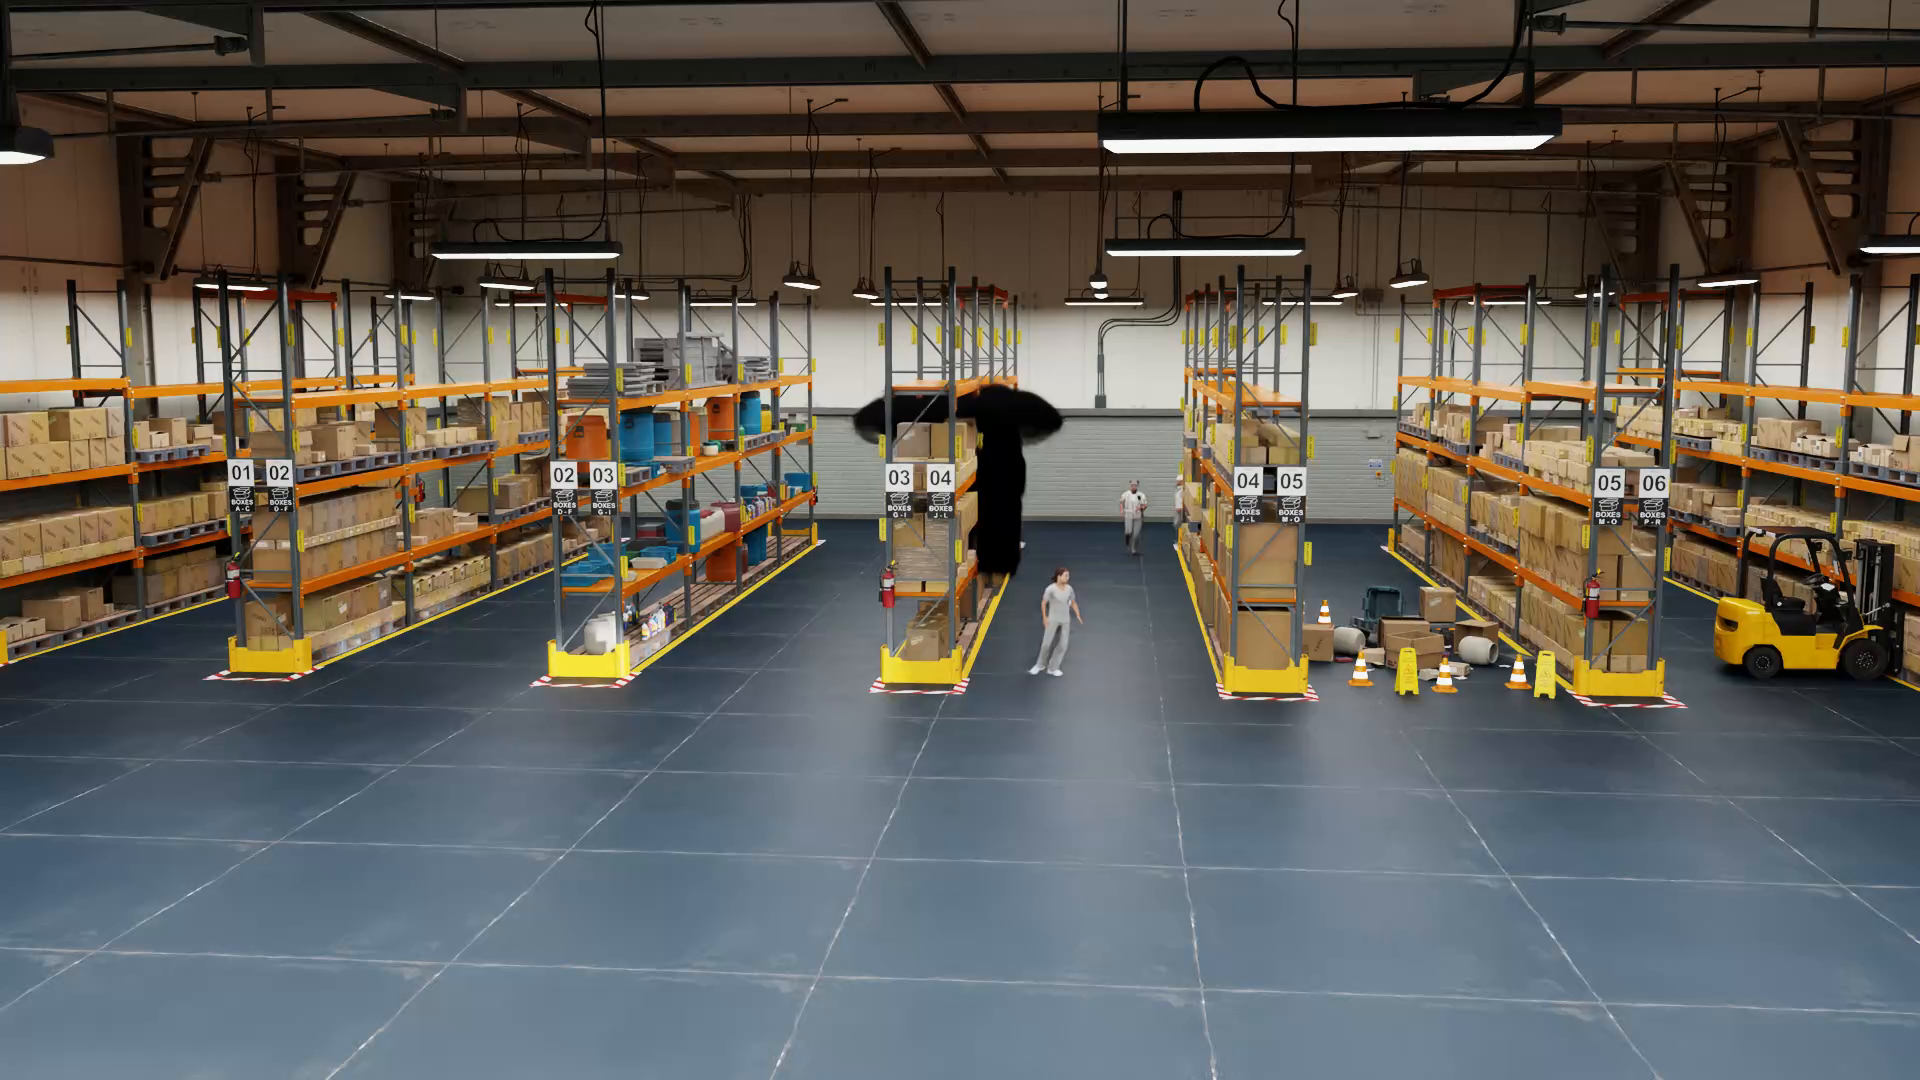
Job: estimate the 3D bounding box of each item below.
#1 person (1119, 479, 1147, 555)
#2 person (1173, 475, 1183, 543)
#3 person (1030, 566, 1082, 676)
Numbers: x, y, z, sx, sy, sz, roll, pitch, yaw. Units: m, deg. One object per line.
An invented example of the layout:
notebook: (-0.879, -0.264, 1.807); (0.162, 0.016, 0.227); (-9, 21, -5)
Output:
person: (3.987, -0.525, 38.315); (0.646, 1.753, 0.655); (0, 7, 3)
person: (5.455, -0.789, 40.500); (0.544, 1.645, 0.664); (-1, 7, -10)
person: (1.412, 1.211, 24.574); (0.696, 1.640, 0.541); (-3, 8, -23)
